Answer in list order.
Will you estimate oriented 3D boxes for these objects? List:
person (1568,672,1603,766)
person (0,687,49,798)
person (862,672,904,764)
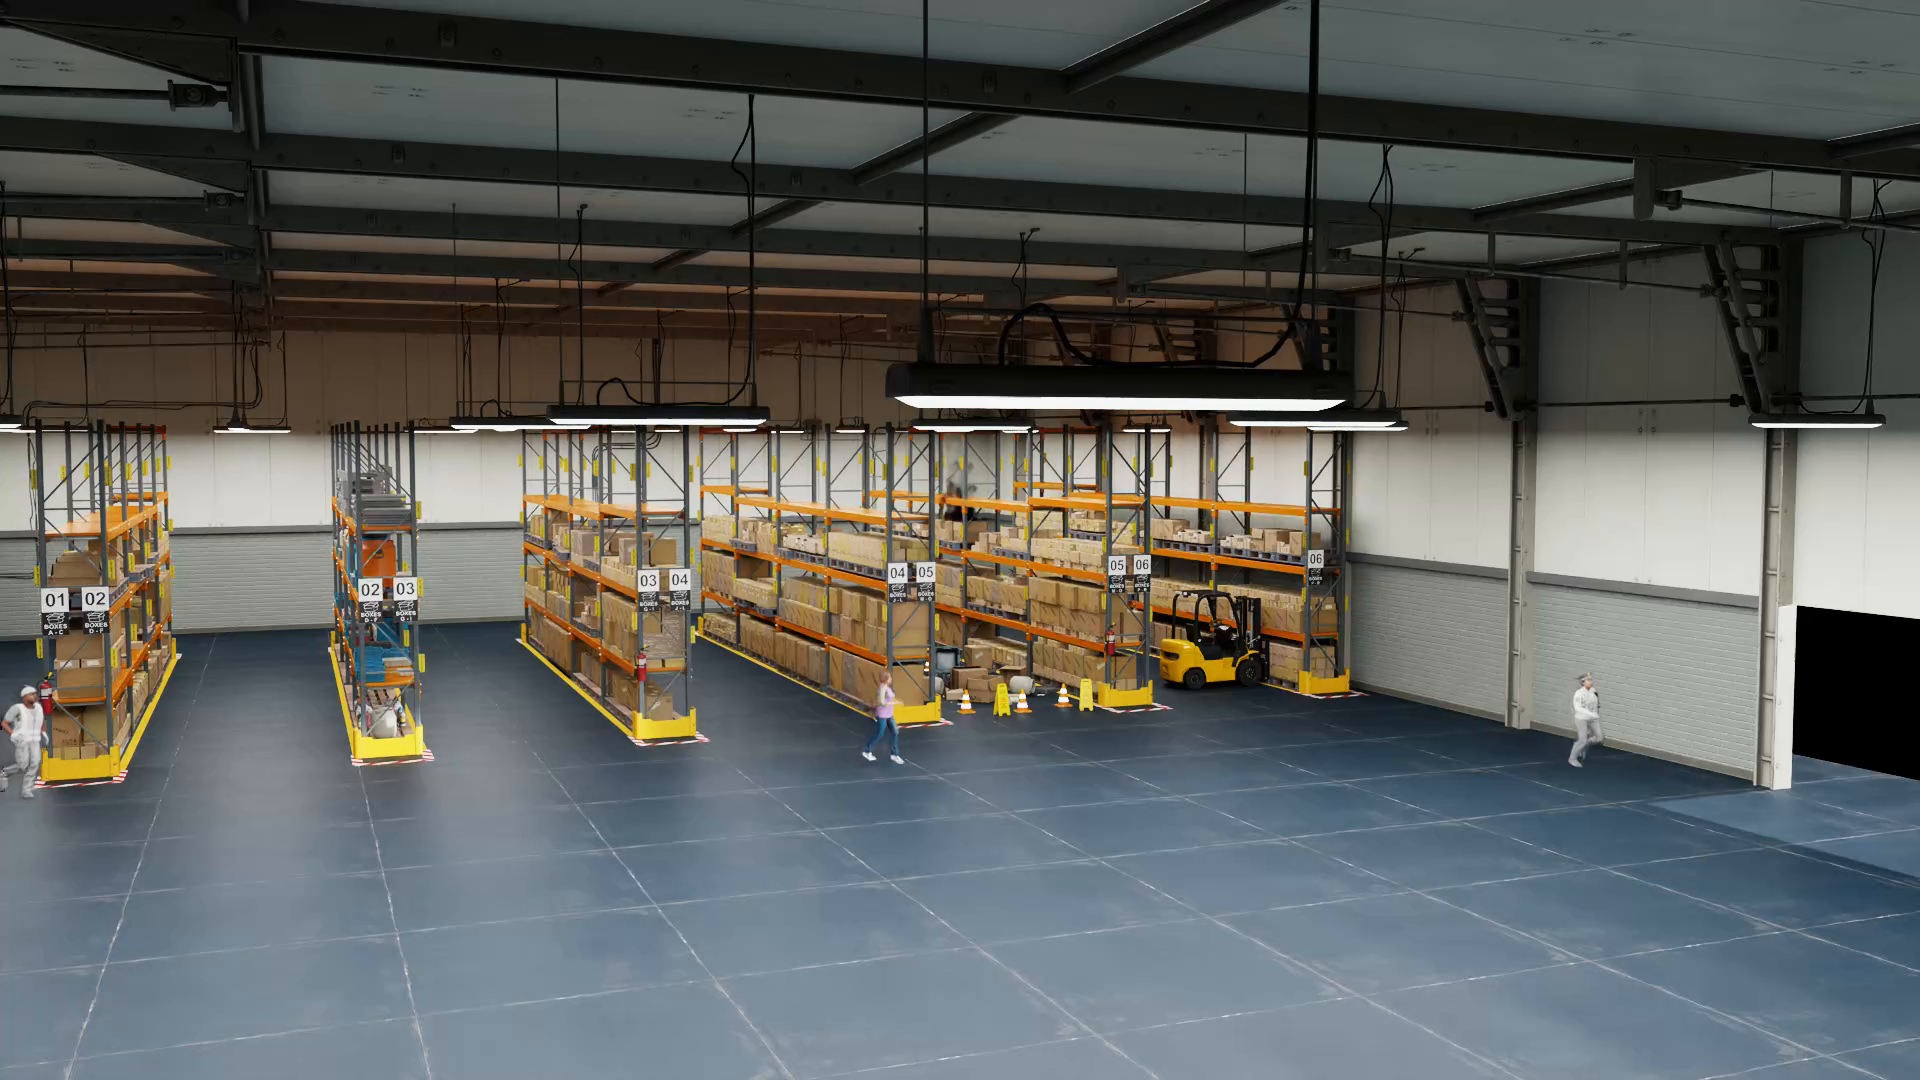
[{"bbox_3d":[10.857,3.102,28.739,0.639,1.658,0.679,-2,4,-23],"label":"person"},{"bbox_3d":[-14.871,3.207,26.532,0.762,1.715,0.737,2,4,25],"label":"person"},{"bbox_3d":[-1.352,3.102,28.993,0.751,1.636,0.532,1,4,17],"label":"person"}]
